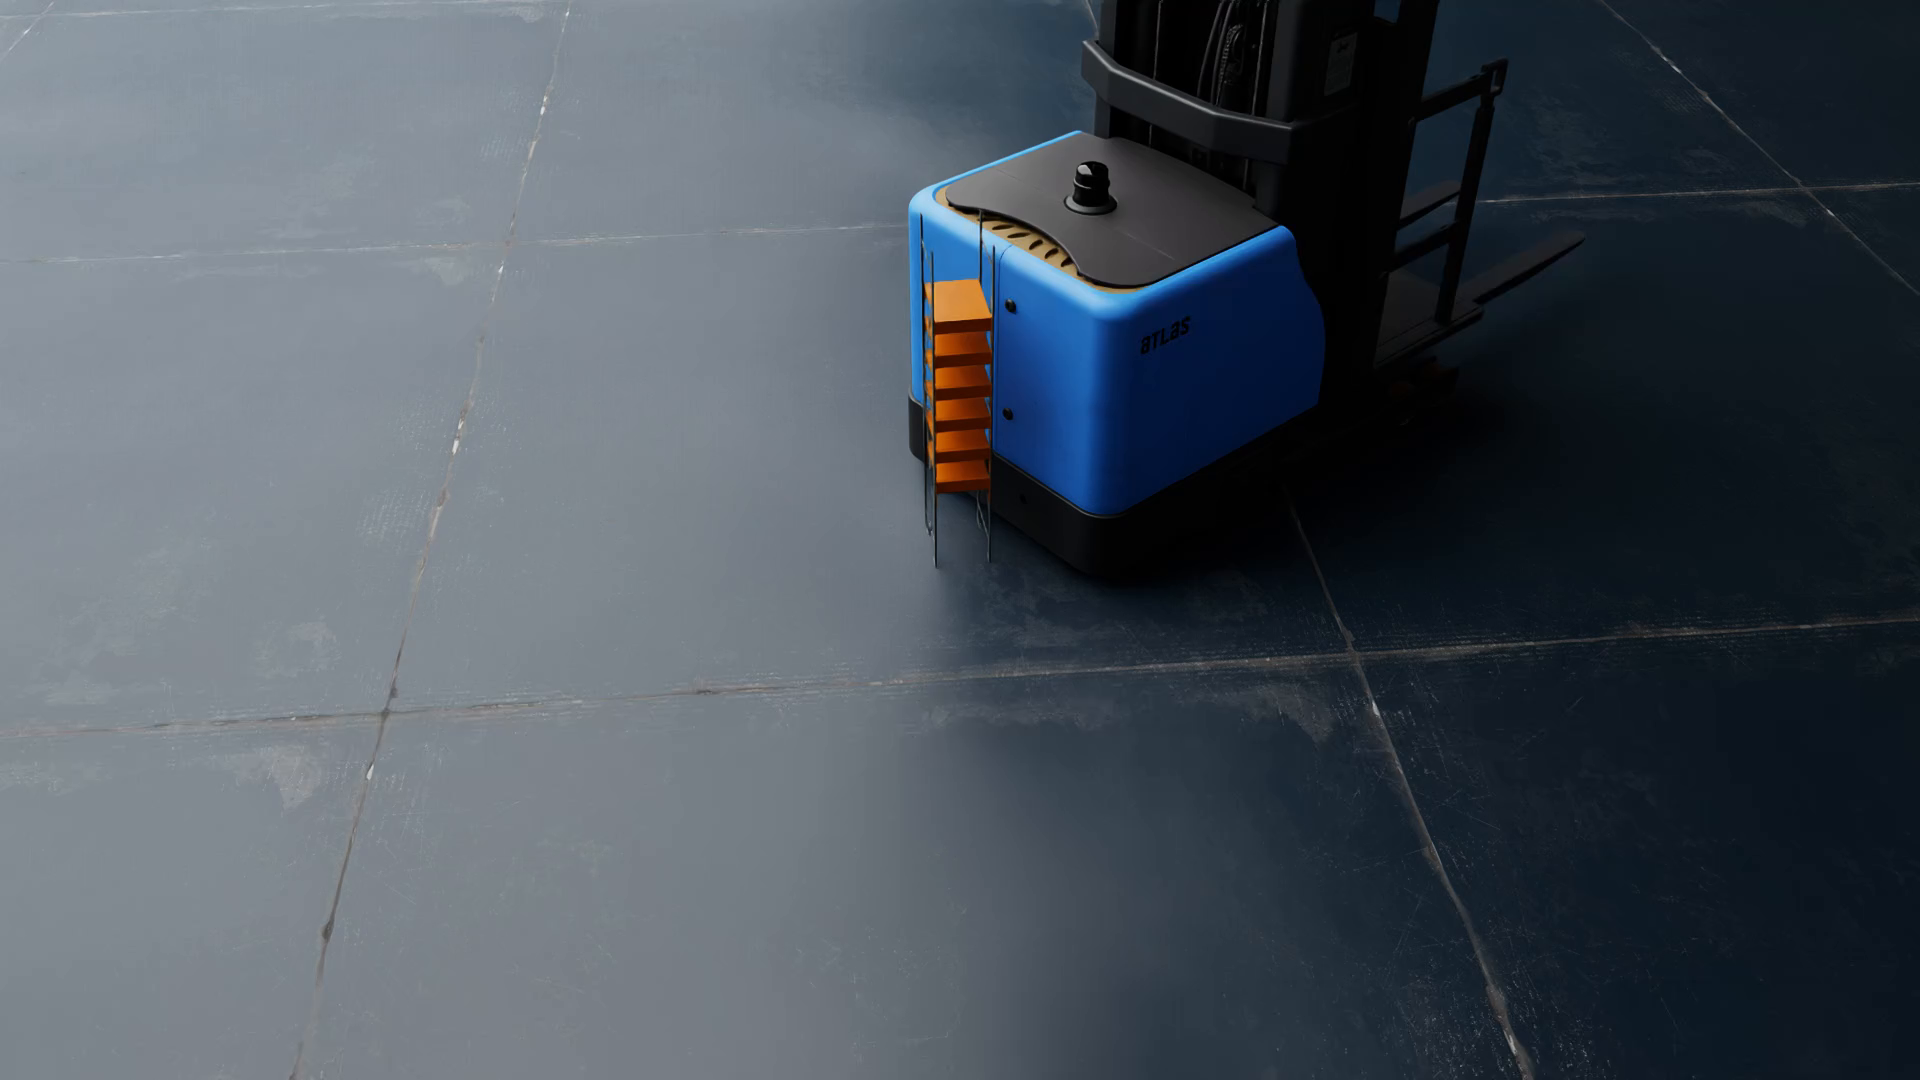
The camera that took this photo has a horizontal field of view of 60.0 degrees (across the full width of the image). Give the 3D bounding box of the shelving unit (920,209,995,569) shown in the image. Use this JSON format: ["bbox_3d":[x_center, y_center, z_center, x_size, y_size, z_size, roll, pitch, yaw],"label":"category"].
[{"bbox_3d":[-0.009,-0.454,5.327,0.189,1.200,0.258,-6,39,-7],"label":"shelving unit"}]

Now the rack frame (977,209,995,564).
[{"bbox_3d":[0.081,-0.464,5.338,0.006,1.200,0.240,-6,39,-7],"label":"rack frame"}]

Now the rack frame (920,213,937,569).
[{"bbox_3d":[-0.099,-0.445,5.315,0.006,1.200,0.240,-6,39,-7],"label":"rack frame"}]

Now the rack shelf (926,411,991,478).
[{"bbox_3d":[-0.009,-0.326,5.429,0.180,0.103,0.258,-6,39,-7],"label":"rack shelf"}]

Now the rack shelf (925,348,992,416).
[{"bbox_3d":[-0.009,-0.514,5.280,0.180,0.103,0.258,-6,39,-7],"label":"rack shelf"}]

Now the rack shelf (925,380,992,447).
[{"bbox_3d":[-0.009,-0.420,5.354,0.180,0.103,0.258,-6,39,-7],"label":"rack shelf"}]

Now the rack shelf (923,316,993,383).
[{"bbox_3d":[-0.009,-0.608,5.205,0.180,0.103,0.258,-6,39,-7],"label":"rack shelf"}]

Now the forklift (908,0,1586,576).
[{"bbox_3d":[1.265,-1.804,5.640,3.031,2.935,1.130,-28,46,-31],"label":"forklift"}]

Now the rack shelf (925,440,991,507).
[{"bbox_3d":[-0.009,-0.231,5.503,0.180,0.103,0.258,-6,39,-7],"label":"rack shelf"}]

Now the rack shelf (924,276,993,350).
[{"bbox_3d":[-0.009,-0.702,5.131,0.180,0.103,0.258,-6,39,-7],"label":"rack shelf"}]
